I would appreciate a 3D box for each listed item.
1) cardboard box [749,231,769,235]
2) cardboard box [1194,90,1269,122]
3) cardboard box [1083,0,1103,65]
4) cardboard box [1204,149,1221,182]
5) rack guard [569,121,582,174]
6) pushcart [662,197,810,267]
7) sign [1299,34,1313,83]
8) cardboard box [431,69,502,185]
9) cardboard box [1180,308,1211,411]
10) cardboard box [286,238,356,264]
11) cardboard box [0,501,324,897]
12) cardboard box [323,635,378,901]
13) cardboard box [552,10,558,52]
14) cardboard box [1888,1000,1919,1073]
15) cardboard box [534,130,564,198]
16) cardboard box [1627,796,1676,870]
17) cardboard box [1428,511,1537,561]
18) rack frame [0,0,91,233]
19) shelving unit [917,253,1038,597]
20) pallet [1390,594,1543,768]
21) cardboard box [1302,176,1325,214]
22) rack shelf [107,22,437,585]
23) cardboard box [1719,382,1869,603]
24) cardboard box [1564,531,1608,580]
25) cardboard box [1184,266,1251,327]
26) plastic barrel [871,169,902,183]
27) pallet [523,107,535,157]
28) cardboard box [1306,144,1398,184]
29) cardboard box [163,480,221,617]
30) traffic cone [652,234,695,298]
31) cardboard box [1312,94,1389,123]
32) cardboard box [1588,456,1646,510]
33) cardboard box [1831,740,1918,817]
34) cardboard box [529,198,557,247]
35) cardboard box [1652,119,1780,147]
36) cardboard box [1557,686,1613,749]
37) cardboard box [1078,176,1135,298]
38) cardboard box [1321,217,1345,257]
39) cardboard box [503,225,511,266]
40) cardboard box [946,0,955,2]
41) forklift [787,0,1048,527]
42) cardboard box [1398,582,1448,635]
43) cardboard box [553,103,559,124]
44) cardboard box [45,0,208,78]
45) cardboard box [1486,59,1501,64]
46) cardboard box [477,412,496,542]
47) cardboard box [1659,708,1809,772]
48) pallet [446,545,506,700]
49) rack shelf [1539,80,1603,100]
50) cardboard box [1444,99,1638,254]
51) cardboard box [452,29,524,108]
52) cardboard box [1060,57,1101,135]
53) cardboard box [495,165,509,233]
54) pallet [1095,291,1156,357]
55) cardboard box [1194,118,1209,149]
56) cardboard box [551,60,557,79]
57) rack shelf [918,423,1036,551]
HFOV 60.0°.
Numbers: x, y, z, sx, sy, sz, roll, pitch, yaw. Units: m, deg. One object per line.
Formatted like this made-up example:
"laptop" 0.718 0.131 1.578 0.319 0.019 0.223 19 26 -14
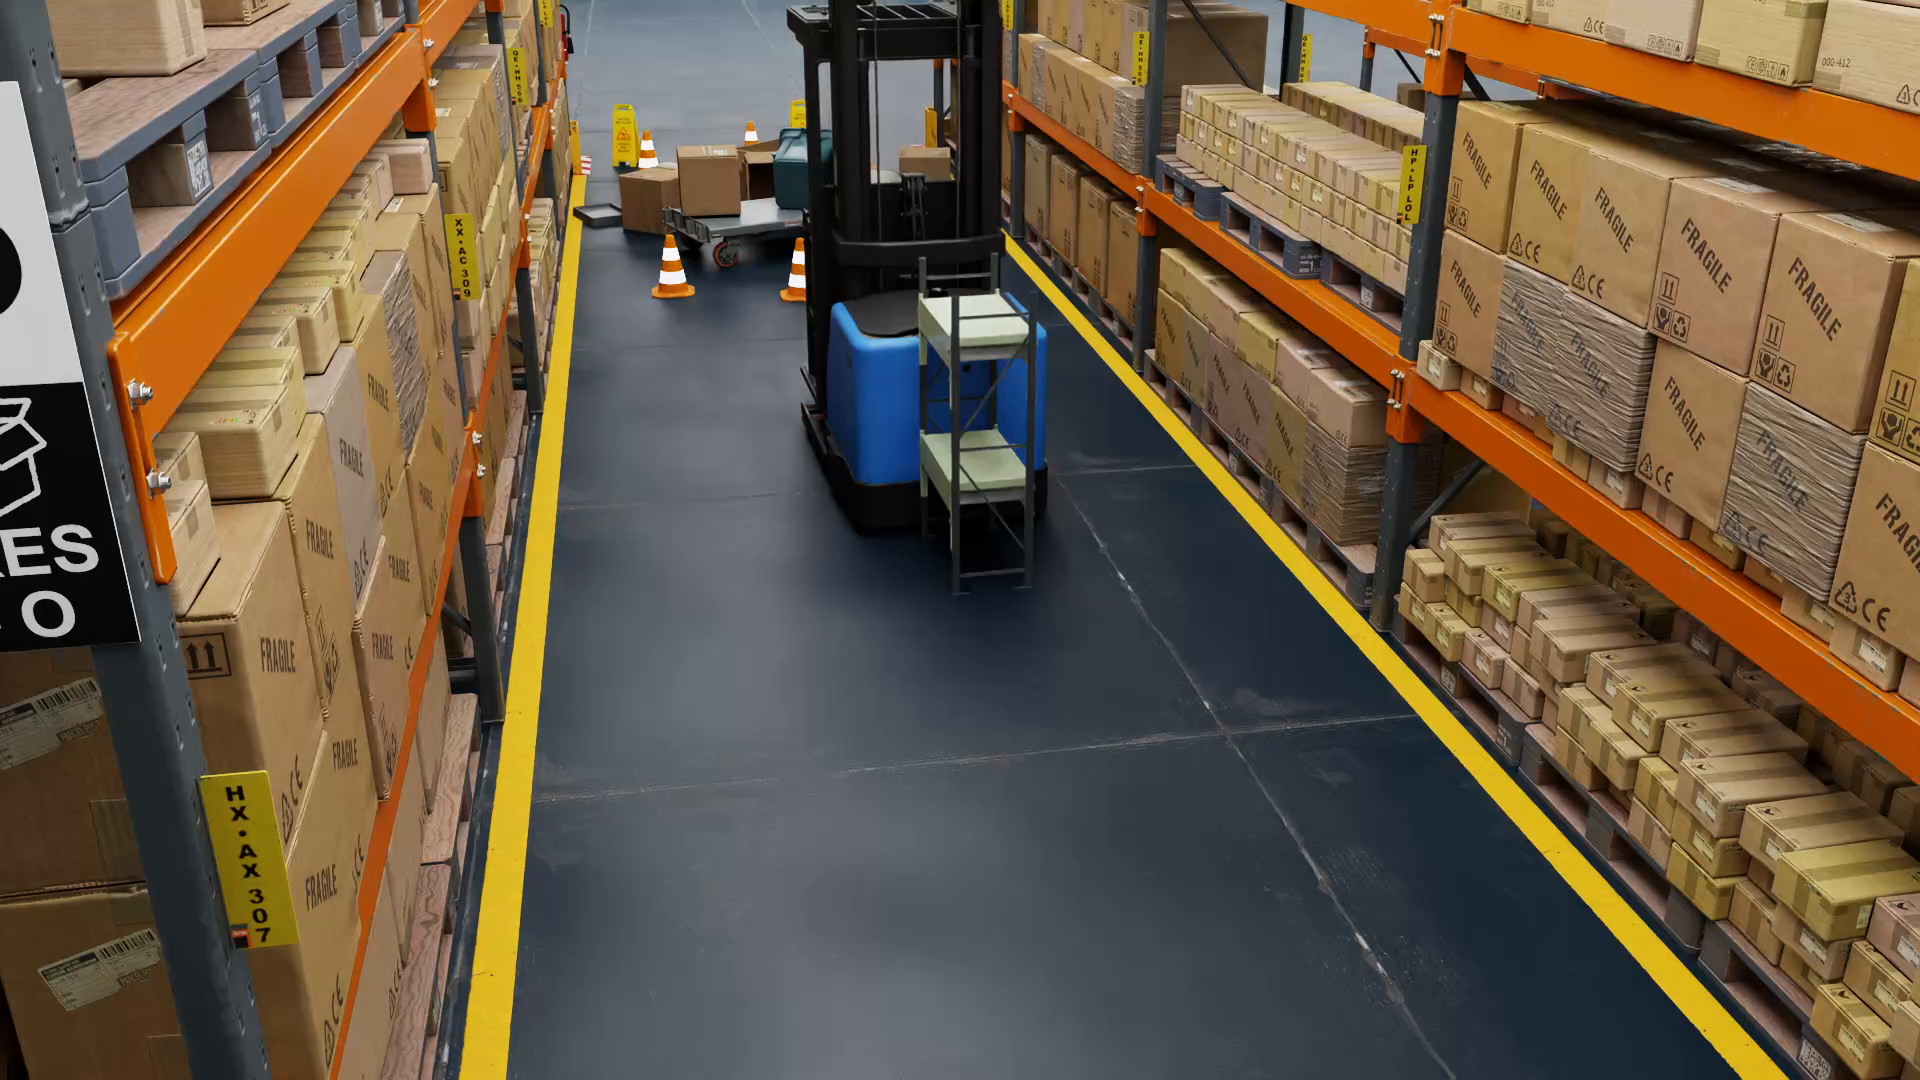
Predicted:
"cardboard box" -1.936 -2.962 15.200 0.396 0.266 0.258 18 29 36
"cardboard box" 1.638 -2.617 10.040 0.380 0.149 0.250 -5 24 -11
"cardboard box" 1.331 -3.851 12.446 0.700 0.500 0.500 -5 24 -10
"cardboard box" 1.675 -2.243 9.928 0.380 0.149 0.250 -3 24 -7
"rack guard" -4.620 -4.134 17.590 1.175 0.500 0.348 -4 24 -10
"pushcart" -1.663 -2.722 14.512 1.648 0.377 0.936 -13 27 -28
"sign" 2.222 -3.107 10.768 0.100 0.325 0.005 -4 24 -10
"cardboard box" -2.614 -2.085 8.403 0.500 0.500 0.500 -4 24 -10
"cardboard box" 1.667 -1.121 10.167 0.500 0.500 0.500 -4 24 -9
"cardboard box" -1.811 -0.690 4.397 0.380 0.149 0.250 -4 24 -10
"cardboard box" -1.485 0.270 3.009 0.500 0.500 0.500 -5 24 -11
"cardboard box" -1.603 0.532 3.660 0.500 0.500 0.500 -5 24 -11
"cardboard box" -4.086 -4.904 15.734 0.500 0.500 0.500 -4 24 -10
"cardboard box" 2.792 1.369 4.532 0.380 0.149 0.250 -5 24 -11
"cardboard box" -3.738 -3.264 14.449 0.500 0.500 0.500 -3 24 -7
"cardboard box" 2.559 0.996 5.759 0.380 0.149 0.250 -4 24 -9
"cardboard box" 2.291 -0.003 7.303 0.380 0.149 0.250 -3 24 -8
"rack frame" -1.676 -1.765 1.548 1.000 3.000 0.127 -4 24 -10
"shelving unit" 0.075 -0.575 8.192 0.431 1.500 0.755 -5 24 -12
"pallet" 2.590 0.544 7.240 1.003 0.211 1.213 -4 24 -10
"cardboard box" 1.968 -1.762 8.453 0.380 0.149 0.250 -6 24 -12
"rack shelf" -2.046 -0.847 4.093 1.077 0.370 4.000 -4 24 -10
"cardboard box" 2.641 -0.163 4.879 0.500 0.500 0.500 -4 24 -10
"cardboard box" 2.838 0.065 7.148 0.380 0.149 0.250 -4 24 -9
"cardboard box" 1.674 -1.470 10.031 0.500 0.250 0.500 -5 24 -10
"plastic barrel" -0.766 -3.294 15.763 0.512 0.421 0.421 13 27 27
"pallet" -3.561 -2.850 11.768 1.003 0.211 1.213 -4 24 -10
"cardboard box" 1.977 -1.896 8.390 0.380 0.149 0.250 -5 24 -11
"cardboard box" -1.469 0.023 2.765 0.380 0.149 0.250 -4 24 -9
"traffic cone" -2.290 -2.189 13.184 0.336 0.463 0.334 -4 24 -10
"cardboard box" 2.325 -2.558 9.904 0.380 0.149 0.250 -4 24 -8
"cardboard box" 2.453 -0.230 5.843 0.380 0.149 0.250 -3 24 -7
"cardboard box" 3.148 0.779 5.512 0.380 0.149 0.250 -3 24 -8
"cardboard box" -3.795 -2.518 13.526 0.950 0.372 0.625 -4 24 -9
"cardboard box" 2.884 -1.268 6.159 0.500 0.500 0.500 -5 24 -11
"cardboard box" 2.458 0.655 6.168 0.380 0.149 0.250 -4 24 -10
"cardboard box" 1.502 -2.320 12.600 1.050 0.750 0.750 -4 24 -9
"cardboard box" 2.024 -1.513 8.255 0.380 0.149 0.250 -6 24 -12
"cardboard box" -2.619 -1.515 8.658 0.500 0.250 0.500 -5 24 -10
"cardboard box" 0.325 -5.641 17.731 0.875 0.550 0.550 -4 24 -10
"forklift" -0.362 -1.972 9.603 1.130 2.935 3.031 -5 24 -12
"cardboard box" 2.182 0.286 7.385 0.380 0.149 0.250 -5 24 -12
"cardboard box" -3.799 -3.817 14.904 0.380 0.149 0.250 -3 24 -8
"cardboard box" -1.651 -0.958 3.113 0.380 0.149 0.250 -3 24 -8
"cardboard box" 5.336 -4.709 16.097 0.380 0.149 0.250 -4 24 -10
"cardboard box" -2.783 -0.400 8.049 0.875 0.875 0.875 -4 24 -8
"cardboard box" 2.631 0.715 5.660 0.380 0.149 0.250 -5 24 -12
"pallet" -2.632 0.391 7.591 1.003 0.211 1.213 -4 24 -10
"rack shelf" 6.214 -3.353 13.578 1.077 0.370 4.000 -4 24 -10
"cardboard box" 2.275 -1.440 6.553 0.500 0.500 0.500 -4 24 -8
"cardboard box" -3.219 -3.144 11.179 0.500 0.500 0.500 -4 24 -9
"cardboard box" 1.062 -3.366 12.584 0.500 0.500 0.500 -4 24 -9
"cardboard box" -2.603 -1.750 8.571 0.500 0.250 0.500 -5 24 -11
"pallet" 1.619 -1.606 12.164 1.003 0.211 1.213 -4 24 -10
"cardboard box" 1.635 -2.471 10.076 0.380 0.149 0.250 -3 24 -7
"cardboard box" -3.865 -4.272 15.098 0.380 0.149 0.250 -4 24 -9
"rack shelf" 0.075 -0.276 8.323 0.431 0.370 0.720 -5 24 -12
